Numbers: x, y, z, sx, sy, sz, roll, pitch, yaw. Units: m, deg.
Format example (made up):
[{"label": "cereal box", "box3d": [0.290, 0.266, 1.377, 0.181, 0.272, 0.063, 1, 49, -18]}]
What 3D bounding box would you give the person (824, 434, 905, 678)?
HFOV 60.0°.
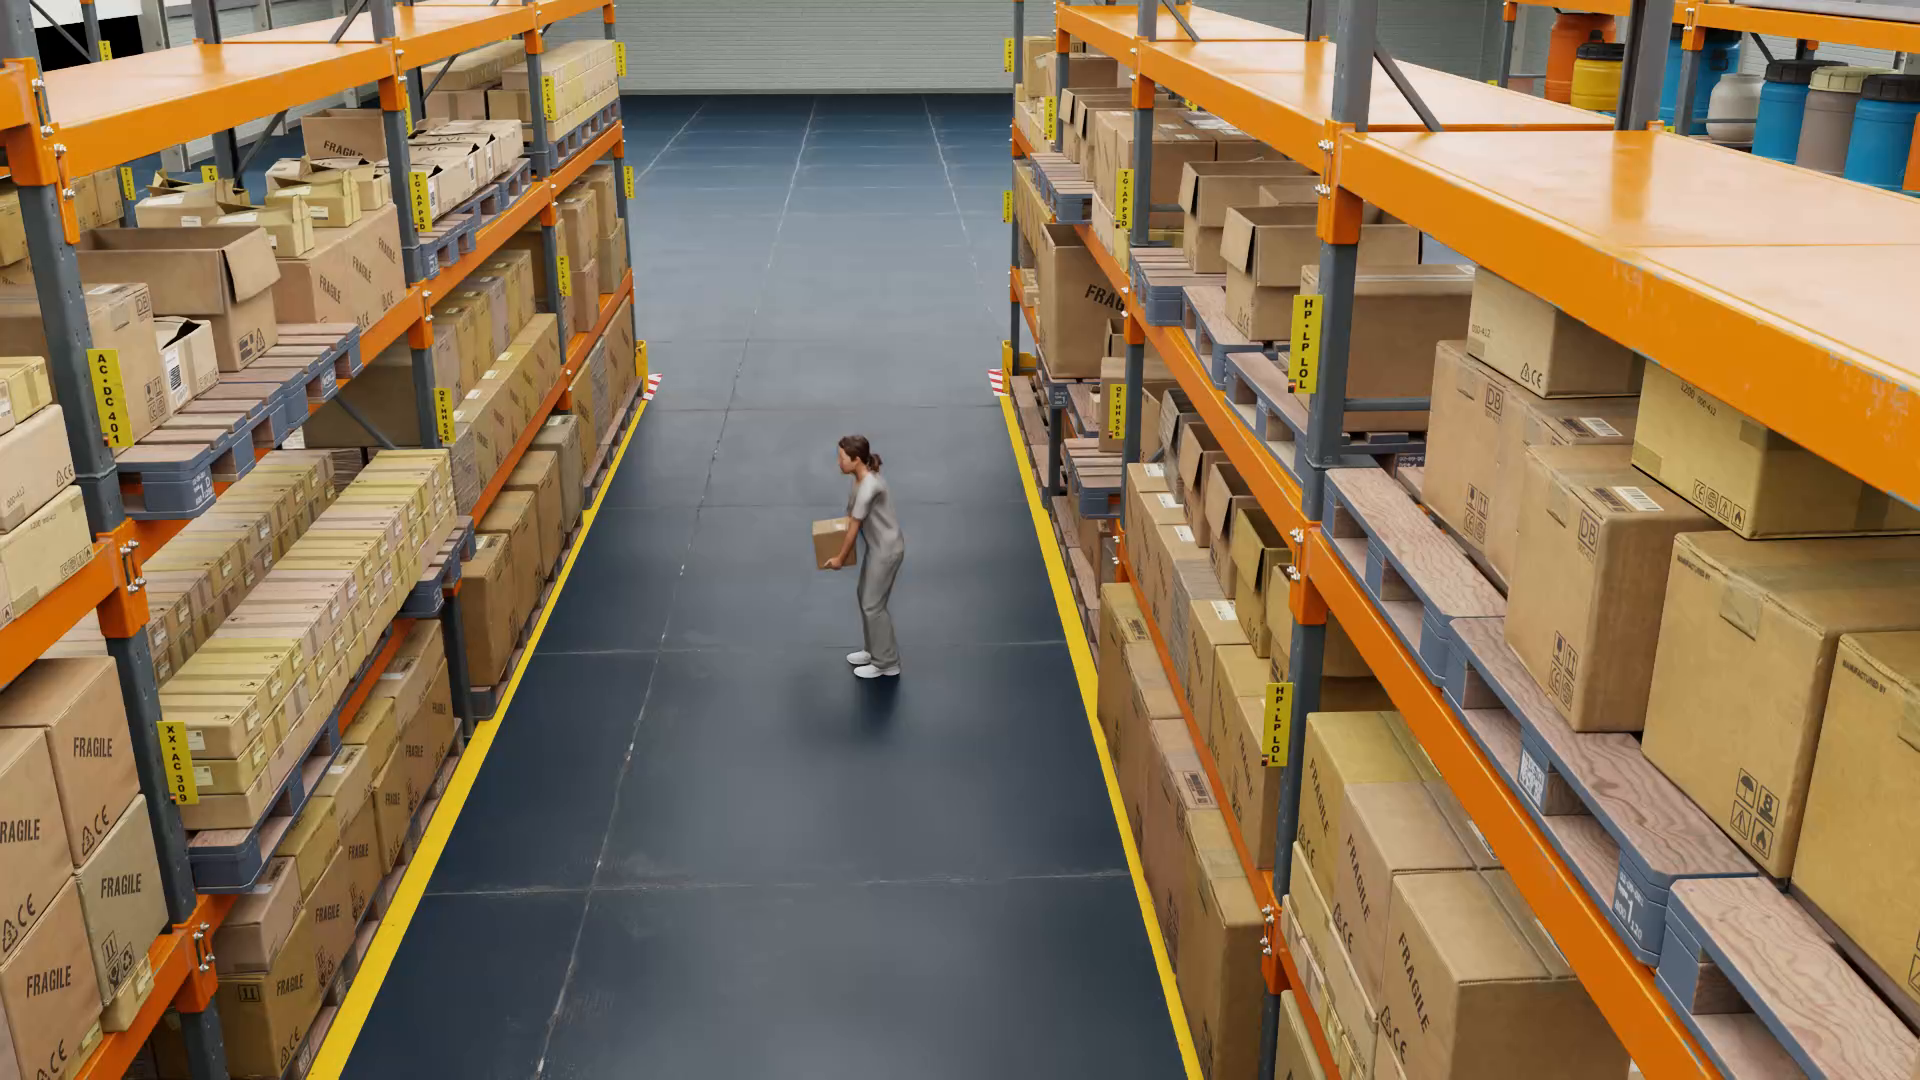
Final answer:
[{"label": "person", "box3d": [-0.625, 0.096, 10.875, 0.528, 1.646, 0.410, -1, 21, -4]}]
